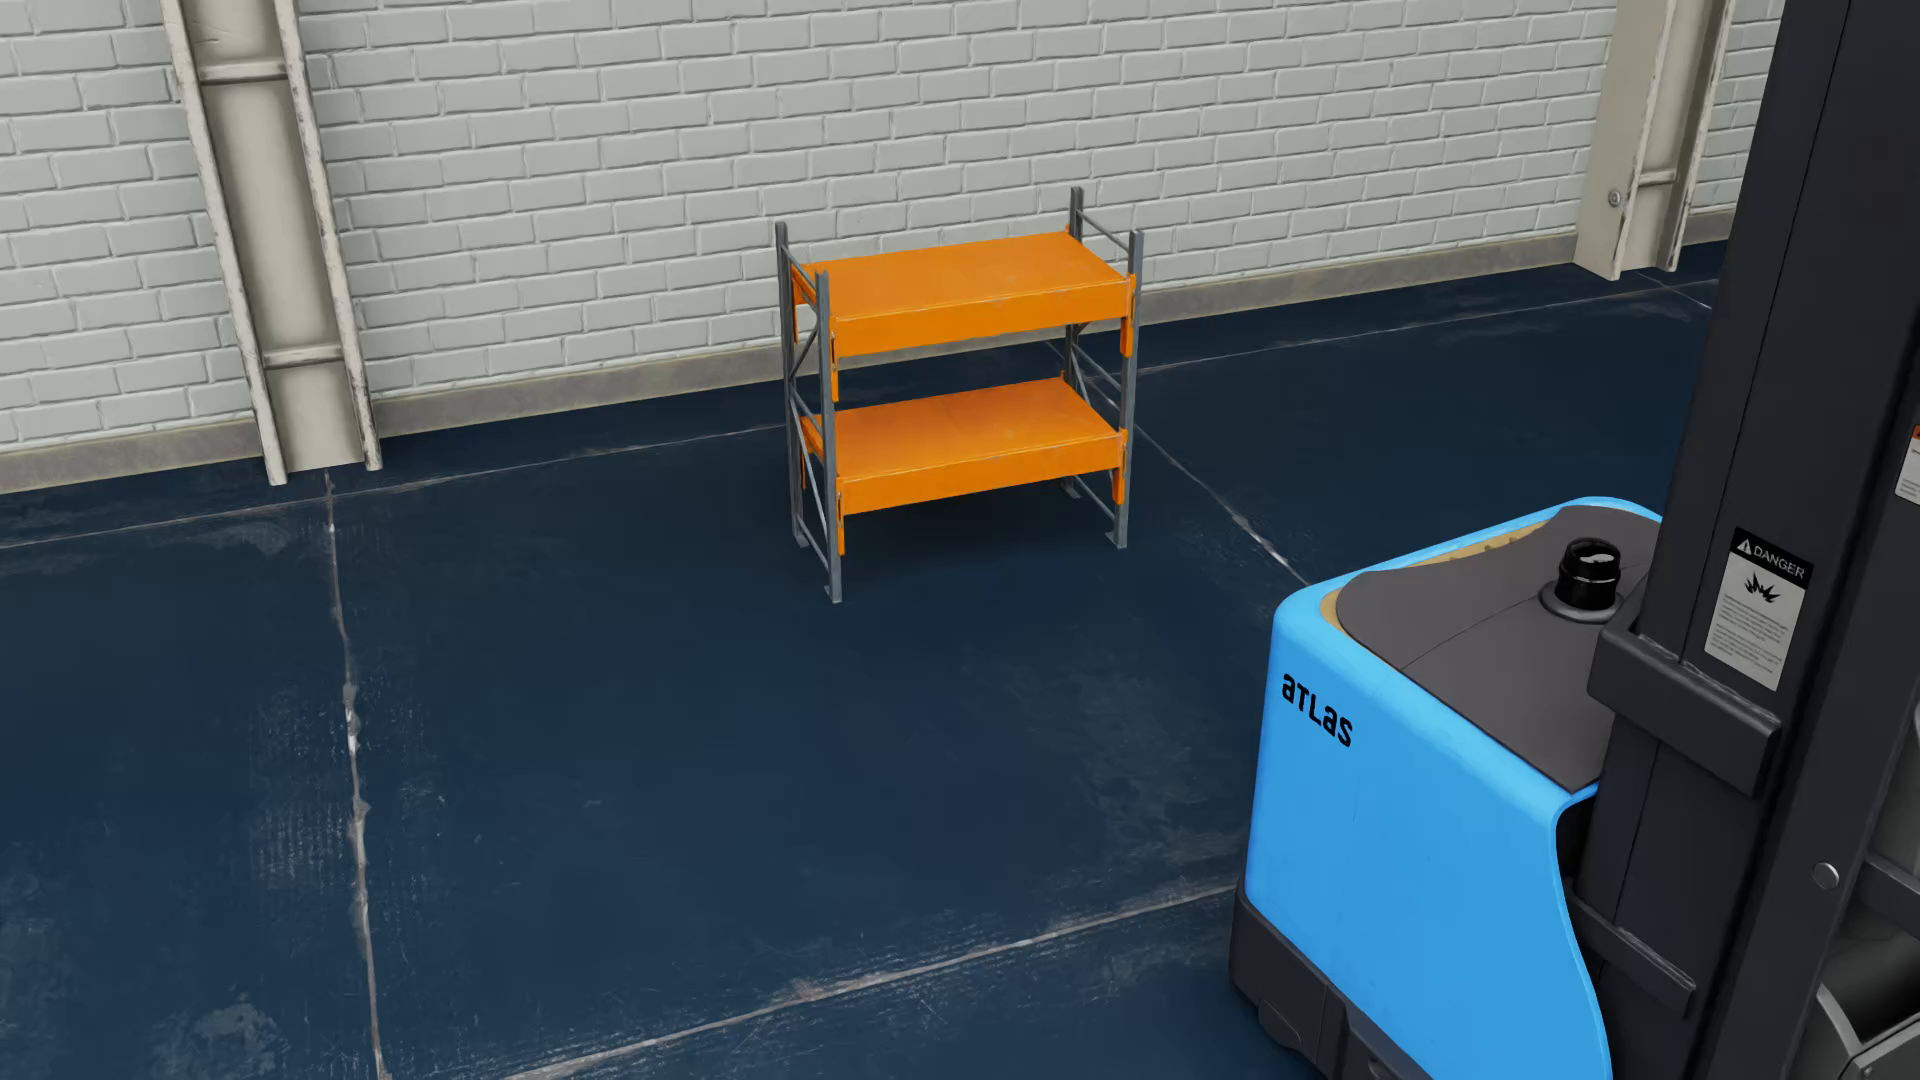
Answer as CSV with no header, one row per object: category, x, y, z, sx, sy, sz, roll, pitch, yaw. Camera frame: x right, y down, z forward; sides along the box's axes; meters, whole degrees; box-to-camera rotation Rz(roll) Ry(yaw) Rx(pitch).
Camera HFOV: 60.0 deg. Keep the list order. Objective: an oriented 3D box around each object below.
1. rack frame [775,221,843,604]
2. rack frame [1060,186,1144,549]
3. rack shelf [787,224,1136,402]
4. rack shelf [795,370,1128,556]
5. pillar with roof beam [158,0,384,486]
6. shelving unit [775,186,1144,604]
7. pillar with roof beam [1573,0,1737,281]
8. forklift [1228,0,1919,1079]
rack frame,-0.483,-0.400,5.315,0.032,1.125,0.500,-10,31,-18
rack frame,0.470,-0.575,5.624,0.032,1.125,0.500,-10,31,-18
rack shelf,-0.006,-0.742,5.325,1.000,0.278,0.538,-10,31,-18
rack shelf,-0.006,-0.275,5.591,1.000,0.278,0.538,-10,31,-18
pillar with roof beam,-0.895,-2.216,0.550,0.400,9.000,9.100,-10,31,-18
shelving unit,-0.006,-0.488,5.469,1.048,1.125,0.538,-10,31,-18
pillar with roof beam,4.728,-3.252,2.367,0.400,9.000,9.100,-10,31,-18
forklift,1.785,0.292,2.277,1.130,2.935,3.031,-16,33,-25
